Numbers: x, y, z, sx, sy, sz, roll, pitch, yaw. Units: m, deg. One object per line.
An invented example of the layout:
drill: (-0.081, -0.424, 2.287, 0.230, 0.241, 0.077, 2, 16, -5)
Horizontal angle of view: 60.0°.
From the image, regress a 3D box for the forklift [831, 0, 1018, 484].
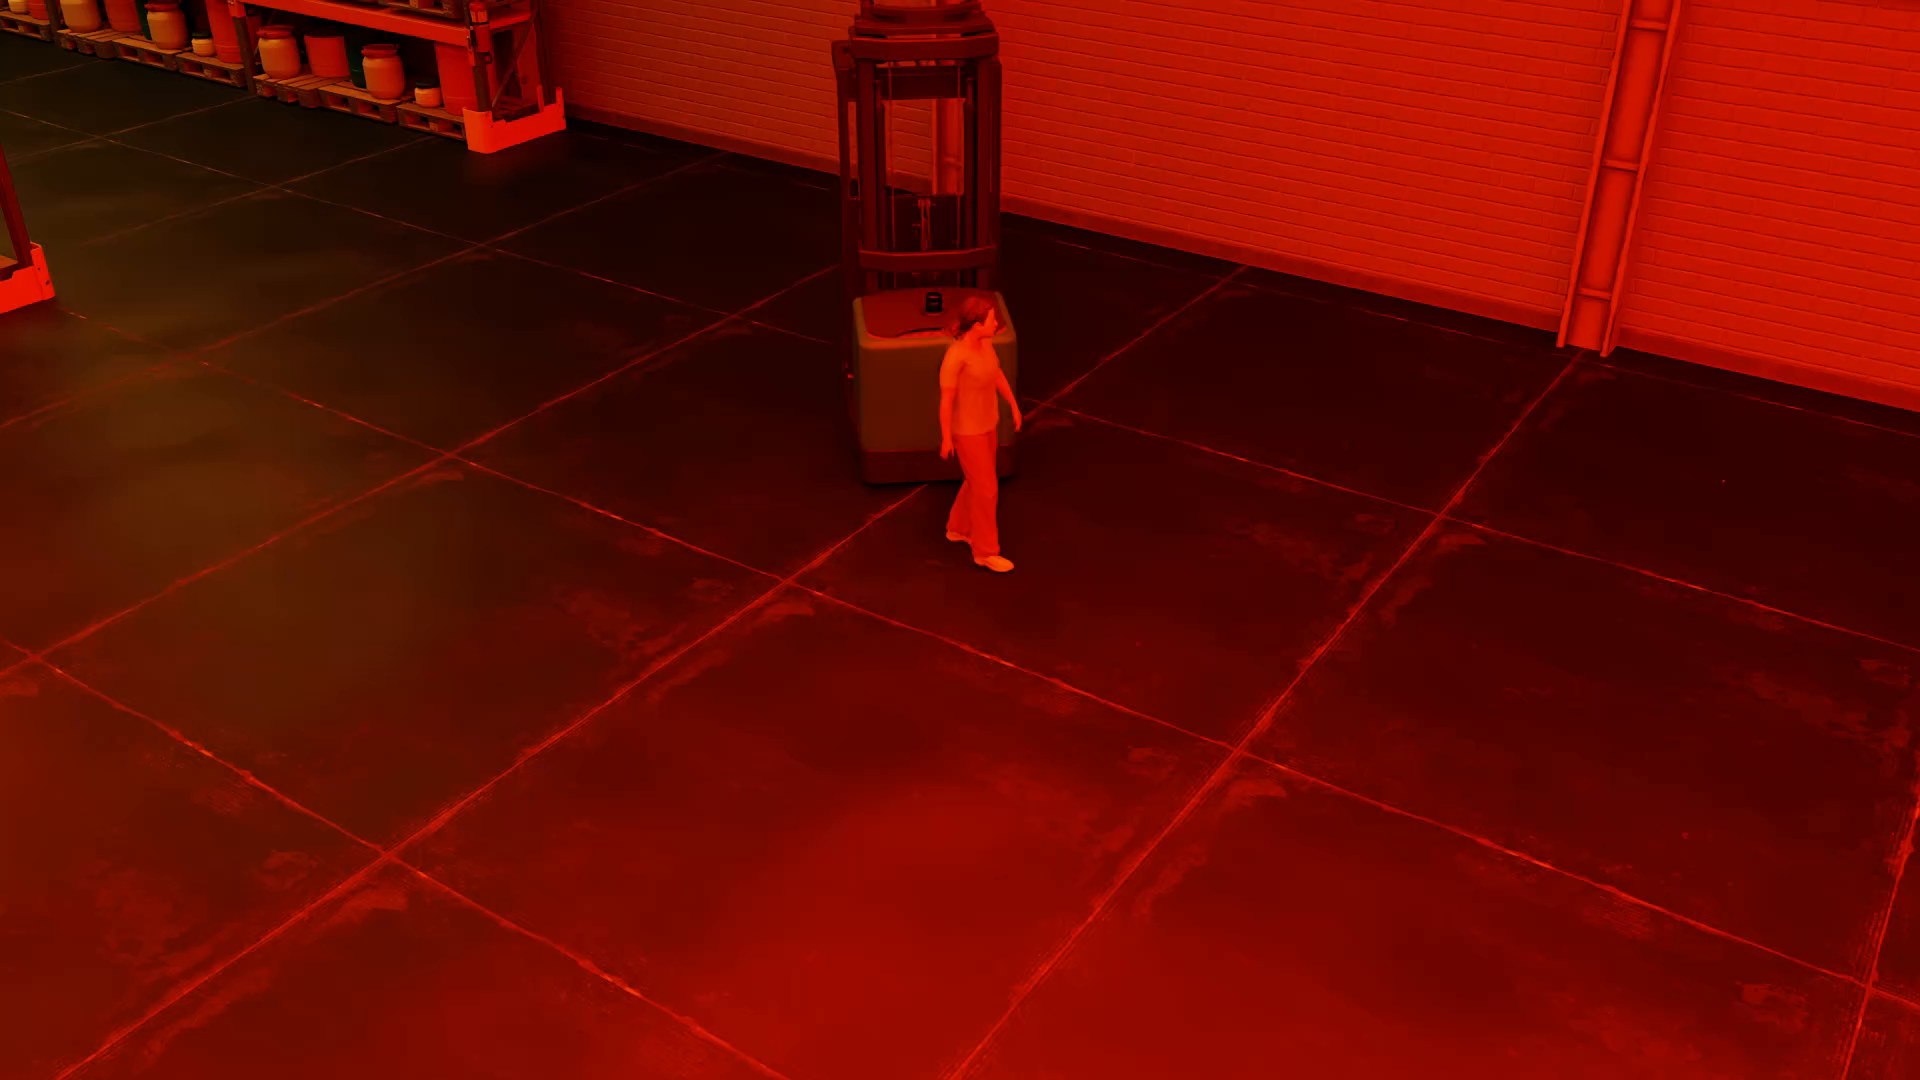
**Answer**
forklift: (-0.297, -2.357, 11.639, 1.130, 2.935, 3.031, -3, 30, -6)

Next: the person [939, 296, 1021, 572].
person: (0.164, -0.660, 9.995, 0.578, 1.652, 0.599, 14, 33, 23)
